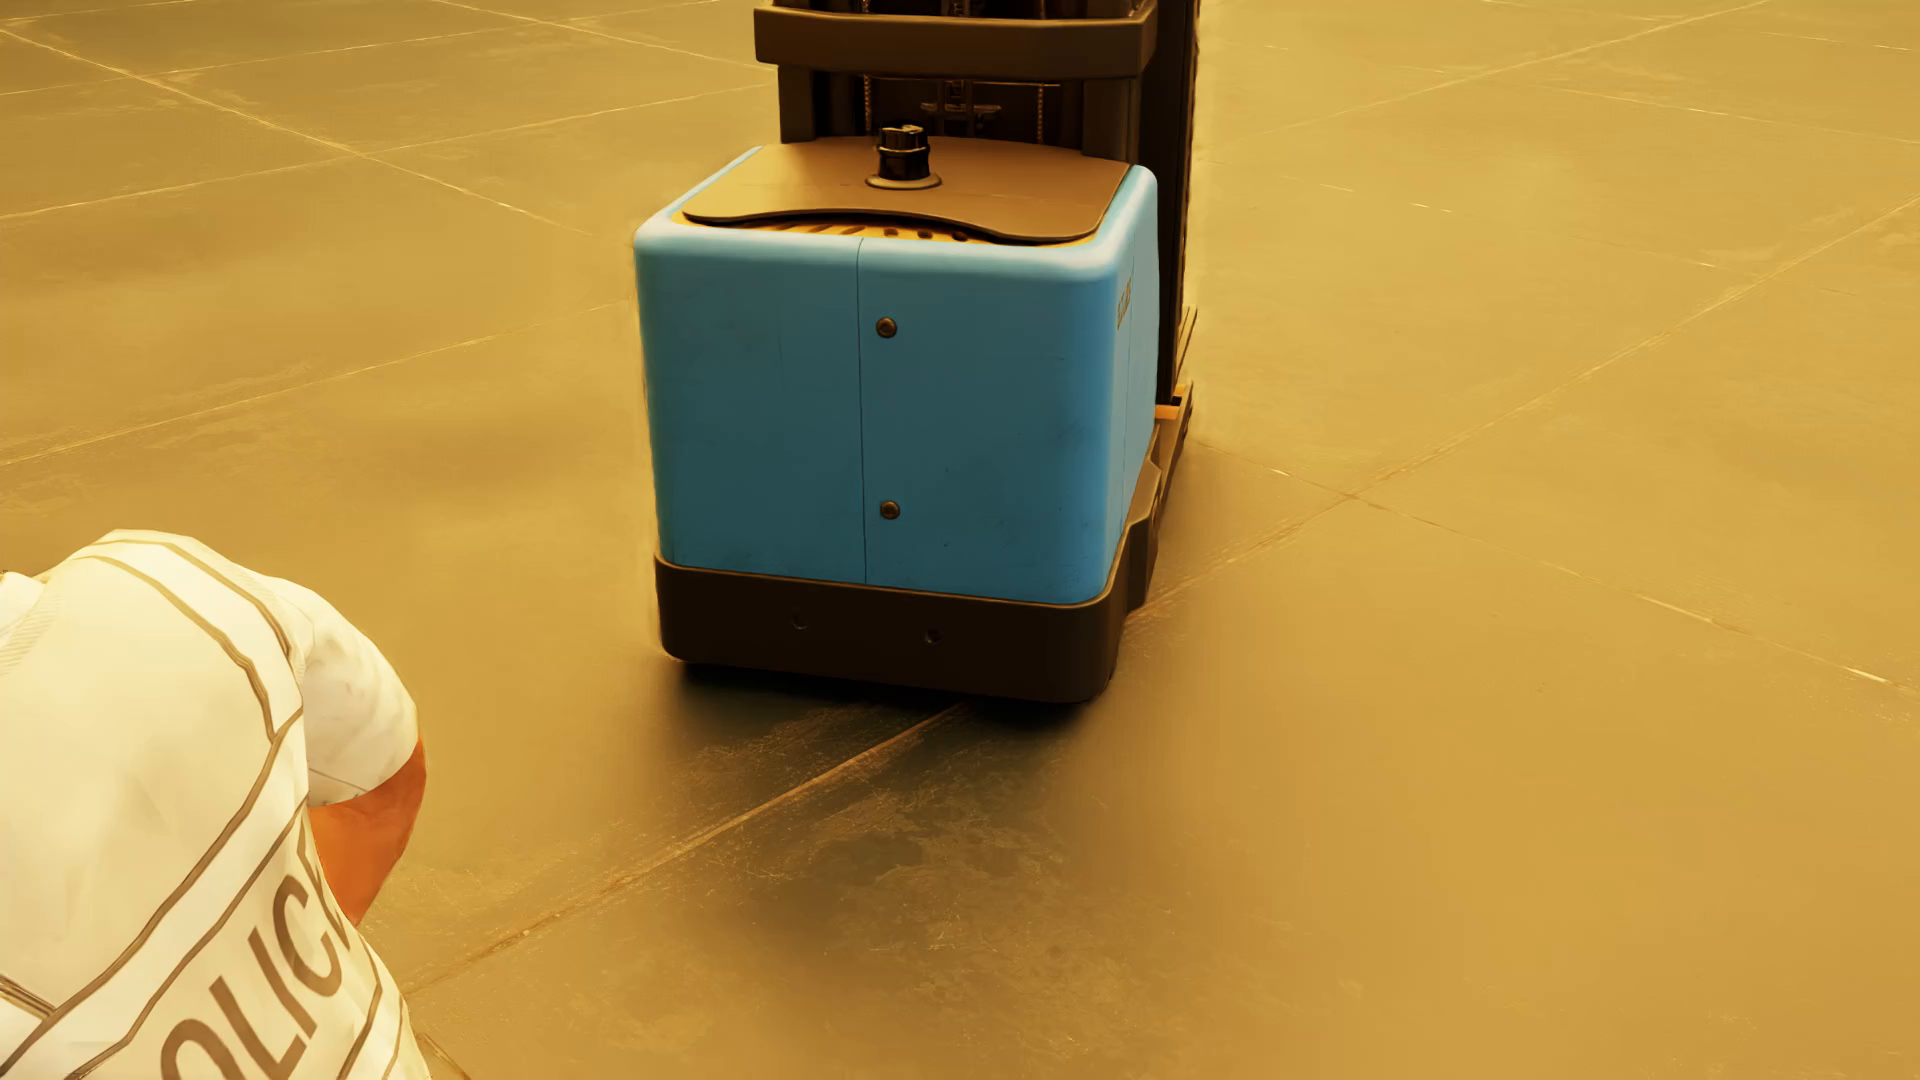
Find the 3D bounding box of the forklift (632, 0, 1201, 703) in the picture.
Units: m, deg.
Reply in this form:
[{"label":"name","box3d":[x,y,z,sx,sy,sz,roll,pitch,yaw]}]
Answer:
[{"label":"forklift","box3d":[0.116,-1.584,4.443,1.130,2.935,3.031,6,27,11]}]

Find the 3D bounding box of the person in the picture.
[{"label":"person","box3d":[-0.713,0.601,1.344,0.528,1.738,0.750,1,26,2]}]
